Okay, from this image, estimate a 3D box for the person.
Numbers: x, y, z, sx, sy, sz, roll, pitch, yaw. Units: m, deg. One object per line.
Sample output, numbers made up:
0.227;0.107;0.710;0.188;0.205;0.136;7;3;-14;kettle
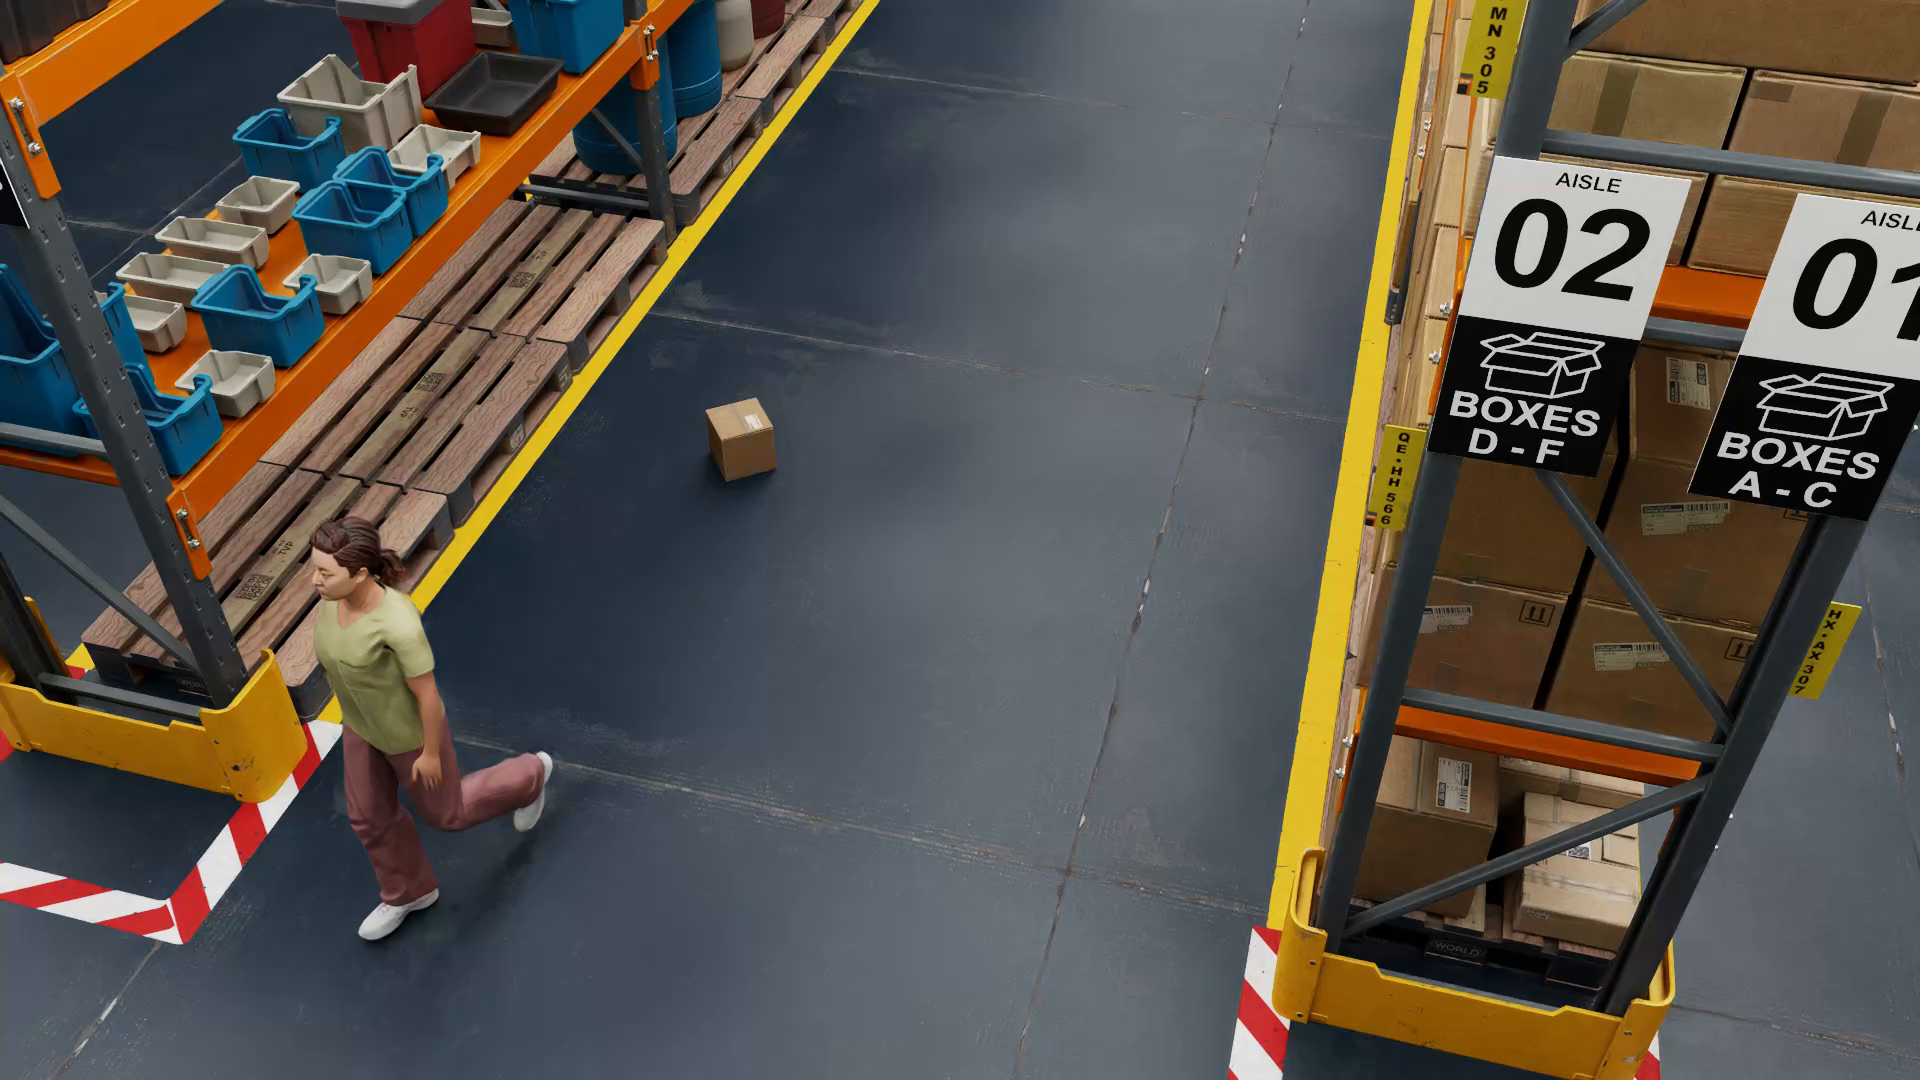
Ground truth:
-1.813;0.573;5.491;0.474;1.639;0.834;24;47;25;person
